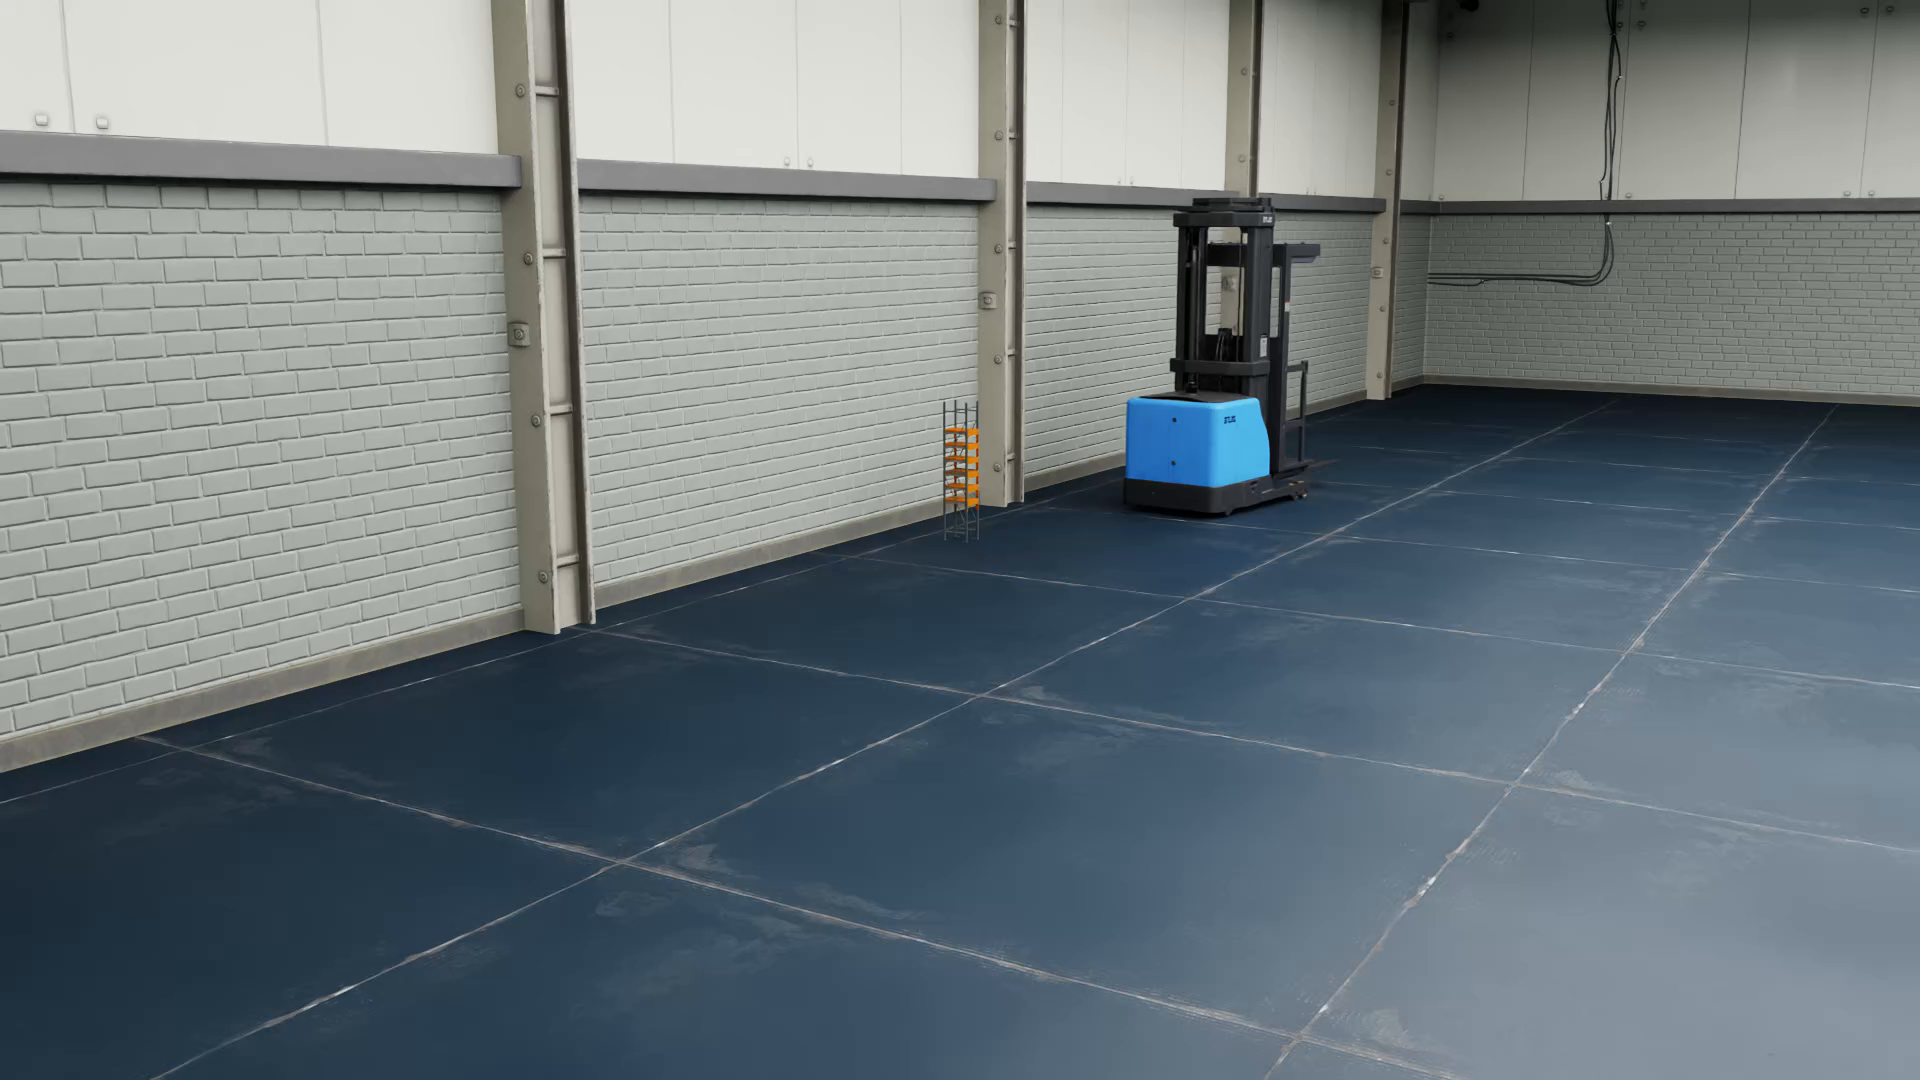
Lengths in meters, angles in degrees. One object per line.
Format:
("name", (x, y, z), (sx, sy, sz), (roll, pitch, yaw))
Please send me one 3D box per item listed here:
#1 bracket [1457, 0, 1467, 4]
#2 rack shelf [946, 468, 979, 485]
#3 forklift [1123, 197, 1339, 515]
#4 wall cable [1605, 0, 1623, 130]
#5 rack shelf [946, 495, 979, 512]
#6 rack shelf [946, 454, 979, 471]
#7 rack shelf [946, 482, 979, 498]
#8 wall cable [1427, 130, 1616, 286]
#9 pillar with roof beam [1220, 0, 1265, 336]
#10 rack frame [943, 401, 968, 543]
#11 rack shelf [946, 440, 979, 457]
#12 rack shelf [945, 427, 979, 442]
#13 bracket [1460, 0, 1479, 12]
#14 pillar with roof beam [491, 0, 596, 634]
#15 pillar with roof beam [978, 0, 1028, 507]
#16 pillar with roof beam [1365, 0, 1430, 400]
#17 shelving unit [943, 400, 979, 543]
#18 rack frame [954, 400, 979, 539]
("bracket", (8.073, -8.754, 26.891), (0.076, 0.066, 3.189), (6, 12, 31))
("rack shelf", (0.008, -0.548, 14.279), (0.258, 0.103, 0.180), (6, 12, 31))
("forklift", (2.853, -1.890, 16.501), (1.130, 2.935, 3.031), (8, 13, 37))
("wall cable", (11.602, -7.708, 25.800), (3.097, 2.526, 0.112), (6, 12, 31))
("rack shelf", (0.008, -0.312, 14.323), (0.258, 0.103, 0.180), (6, 12, 31))
("rack shelf", (0.008, -0.666, 14.257), (0.258, 0.103, 0.180), (6, 12, 31))
("rack shelf", (0.008, -0.430, 14.301), (0.258, 0.103, 0.180), (6, 12, 31))
("wall cable", (9.290, -5.484, 27.645), (3.097, 2.526, 0.112), (6, 12, 31))
("pillar with roof beam", (7.194, -5.318, 18.322), (9.100, 9.000, 0.400), (6, 12, 31))
("rack frame", (-0.040, -0.578, 14.194), (0.240, 1.200, 0.006), (6, 12, 31))
("rack shelf", (0.008, -0.784, 14.234), (0.258, 0.103, 0.180), (6, 12, 31))
("rack shelf", (0.008, -0.902, 14.212), (0.258, 0.103, 0.180), (6, 12, 31))
("bracket", (8.379, -8.847, 27.387), (0.235, 0.232, 0.430), (6, 12, 31))
("pillar with roof beam", (0.964, -3.431, 8.241), (9.100, 9.000, 0.400), (6, 12, 31))
("pillar with roof beam", (4.079, -4.375, 13.282), (9.100, 9.000, 0.400), (6, 12, 31))
("pillar with roof beam", (10.309, -6.262, 23.363), (9.100, 9.000, 0.548), (6, 12, 31))
("shelving unit", (0.008, -0.592, 14.270), (0.258, 1.200, 0.189), (6, 12, 31))
("rack frame", (0.055, -0.606, 14.347), (0.240, 1.200, 0.006), (6, 12, 31))
